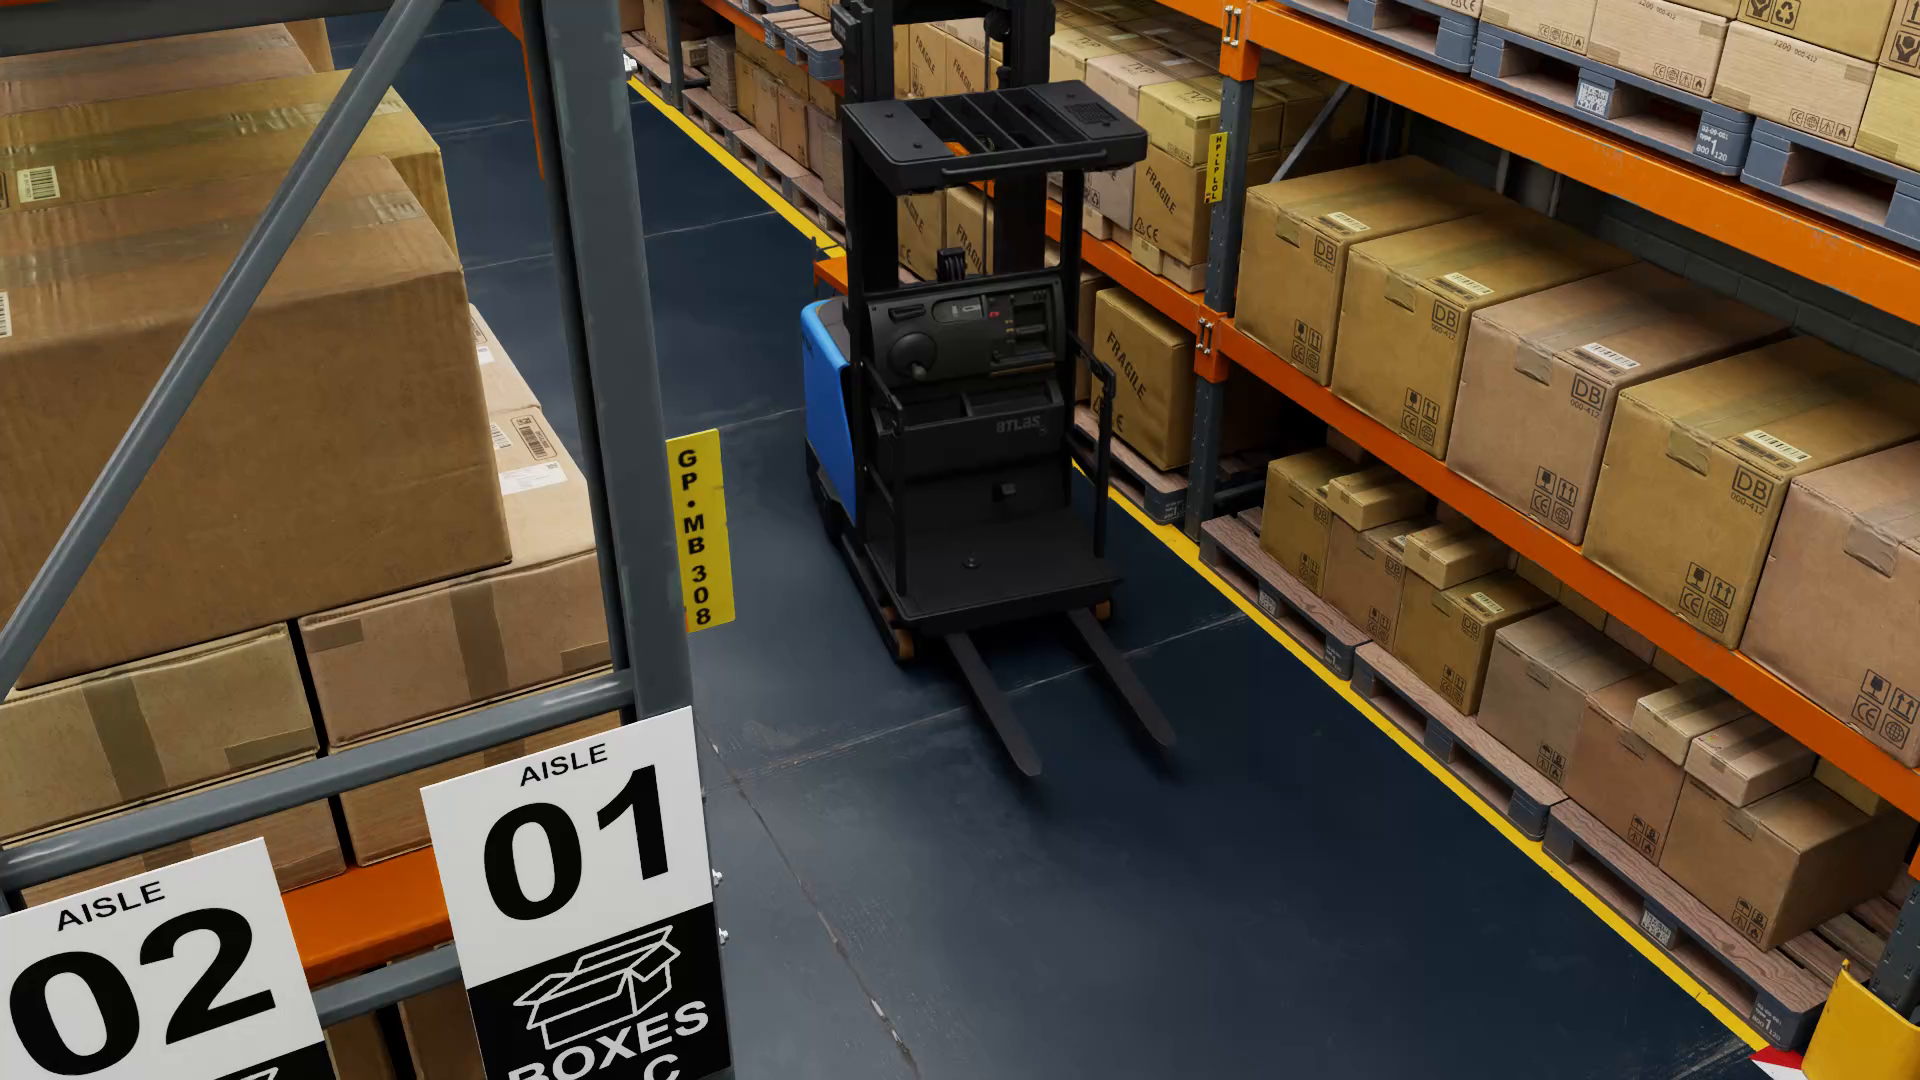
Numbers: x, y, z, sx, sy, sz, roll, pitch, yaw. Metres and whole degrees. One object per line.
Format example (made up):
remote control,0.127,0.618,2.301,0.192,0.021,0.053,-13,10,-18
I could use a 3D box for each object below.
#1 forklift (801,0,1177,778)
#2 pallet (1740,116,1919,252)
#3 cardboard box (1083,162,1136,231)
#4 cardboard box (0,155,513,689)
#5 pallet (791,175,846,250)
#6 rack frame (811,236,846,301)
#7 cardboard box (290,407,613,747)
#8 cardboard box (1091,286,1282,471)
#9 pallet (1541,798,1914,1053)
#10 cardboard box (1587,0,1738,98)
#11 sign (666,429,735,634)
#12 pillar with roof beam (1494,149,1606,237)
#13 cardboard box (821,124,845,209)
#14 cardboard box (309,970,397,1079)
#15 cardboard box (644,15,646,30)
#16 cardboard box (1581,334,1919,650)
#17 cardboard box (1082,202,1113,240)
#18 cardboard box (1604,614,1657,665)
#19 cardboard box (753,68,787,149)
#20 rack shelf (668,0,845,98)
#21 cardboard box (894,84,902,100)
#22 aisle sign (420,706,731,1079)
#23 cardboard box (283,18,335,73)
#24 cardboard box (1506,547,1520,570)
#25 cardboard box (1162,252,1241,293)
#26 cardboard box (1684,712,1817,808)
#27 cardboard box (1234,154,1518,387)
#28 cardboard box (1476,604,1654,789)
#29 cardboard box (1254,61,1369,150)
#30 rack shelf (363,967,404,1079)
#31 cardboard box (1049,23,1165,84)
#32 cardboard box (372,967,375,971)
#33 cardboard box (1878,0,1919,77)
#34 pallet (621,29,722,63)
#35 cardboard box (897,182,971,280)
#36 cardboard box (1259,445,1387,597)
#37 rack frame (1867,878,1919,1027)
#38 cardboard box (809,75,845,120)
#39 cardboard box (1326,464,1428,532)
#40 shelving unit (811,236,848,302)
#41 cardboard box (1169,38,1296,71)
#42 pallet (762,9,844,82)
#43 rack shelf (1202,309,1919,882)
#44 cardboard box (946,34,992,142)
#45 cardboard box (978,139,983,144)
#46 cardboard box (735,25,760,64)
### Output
forklift,0.110,-0.905,7.446,1.130,2.935,3.031,-10,34,-16
pallet,3.164,-1.063,4.930,1.003,0.211,1.213,-16,36,-23
cardboard box,0.969,-1.968,8.655,0.500,0.500,0.500,-16,36,-23
cardboard box,-1.116,-0.205,2.490,0.700,0.500,0.500,-16,36,-23
pallet,-0.574,-2.503,12.461,1.003,0.211,1.213,-16,36,-23
rack frame,-0.709,-1.189,9.494,0.240,1.200,0.015,-18,37,-26
cardboard box,-0.871,0.041,2.801,0.500,0.250,0.500,-16,36,-23
cardboard box,1.236,-0.944,9.046,0.750,0.750,0.750,-15,36,-23
pallet,3.077,1.326,6.484,1.003,0.211,1.213,-16,36,-23
cardboard box,2.452,-1.683,5.472,0.500,0.250,0.500,-17,36,-25
sign,-0.382,-0.006,2.387,0.100,0.325,0.005,-16,36,-23
pillar with roof beam,-1.063,-2.721,4.656,9.100,9.000,0.400,-16,36,-23
cardboard box,-0.593,-2.767,12.197,0.700,0.500,0.500,-15,36,-22
cardboard box,-1.313,1.156,3.146,0.500,0.500,0.500,-16,36,-24
cardboard box,-2.804,-4.966,15.955,0.380,0.149,0.250,-19,37,-27
cardboard box,2.923,-0.197,5.999,0.980,0.700,0.700,-16,36,-23
cardboard box,0.851,-1.748,8.913,0.380,0.149,0.250,-16,36,-23
cardboard box,2.867,0.335,6.773,0.380,0.149,0.250,-15,36,-22
cardboard box,-1.231,-3.511,13.358,0.700,0.500,0.500,-15,36,-23
rack shelf,-1.144,-3.955,12.810,1.077,0.370,4.000,-16,36,-23
cardboard box,-0.263,-2.991,10.852,0.380,0.149,0.250,-16,36,-24
aisle sign,-0.570,0.626,2.582,0.394,0.787,0.004,-16,36,-23
cardboard box,-1.752,-0.939,3.635,0.700,0.500,0.500,-16,36,-23
cardboard box,2.508,-0.031,7.345,0.380,0.149,0.250,-15,36,-23
cardboard box,1.246,-1.387,8.349,0.380,0.149,0.250,-16,36,-23
cardboard box,2.883,0.792,6.059,0.380,0.149,0.250,-16,36,-24
cardboard box,1.892,-1.258,7.655,0.980,0.700,0.700,-15,36,-22
cardboard box,2.635,0.602,6.957,0.700,0.500,0.500,-17,36,-25
cardboard box,1.670,-2.171,8.276,0.500,0.250,0.500,-15,35,-22
rack shelf,-1.794,1.110,4.903,1.077,0.370,4.000,-16,36,-23
cardboard box,0.742,-2.535,8.844,0.500,0.250,0.500,-15,36,-22
cardboard box,-1.312,0.957,4.384,0.500,0.500,0.500,-16,36,-23
cardboard box,2.936,-1.501,4.494,0.500,0.500,0.500,-16,36,-23
pallet,-2.994,-4.933,16.254,1.003,0.211,1.213,-16,36,-23
cardboard box,0.016,-2.191,10.993,0.750,0.750,0.750,-16,36,-24
cardboard box,1.912,-0.136,8.110,0.700,0.500,0.500,-15,36,-23
rack frame,3.519,0.514,5.167,1.000,3.000,0.127,-16,36,-23
cardboard box,-0.803,-3.370,12.444,0.500,0.250,0.500,-15,36,-22
cardboard box,1.910,-0.200,7.608,0.380,0.149,0.250,-15,35,-22
shelving unit,-0.582,-1.077,9.319,0.258,1.200,0.503,-18,37,-26
cardboard box,1.420,-2.419,8.663,0.500,0.250,0.500,-15,36,-23
pallet,-0.638,-3.536,11.667,1.213,0.211,1.003,-16,36,-23
rack shelf,2.586,-0.137,6.851,1.077,0.370,4.000,-16,36,-23
cardboard box,0.255,-2.694,9.787,0.500,0.500,0.500,-16,36,-23
cardboard box,0.251,-2.510,10.101,0.380,0.149,0.250,-15,36,-22
cardboard box,-1.510,-4.105,13.590,0.500,0.250,0.500,-17,36,-24
